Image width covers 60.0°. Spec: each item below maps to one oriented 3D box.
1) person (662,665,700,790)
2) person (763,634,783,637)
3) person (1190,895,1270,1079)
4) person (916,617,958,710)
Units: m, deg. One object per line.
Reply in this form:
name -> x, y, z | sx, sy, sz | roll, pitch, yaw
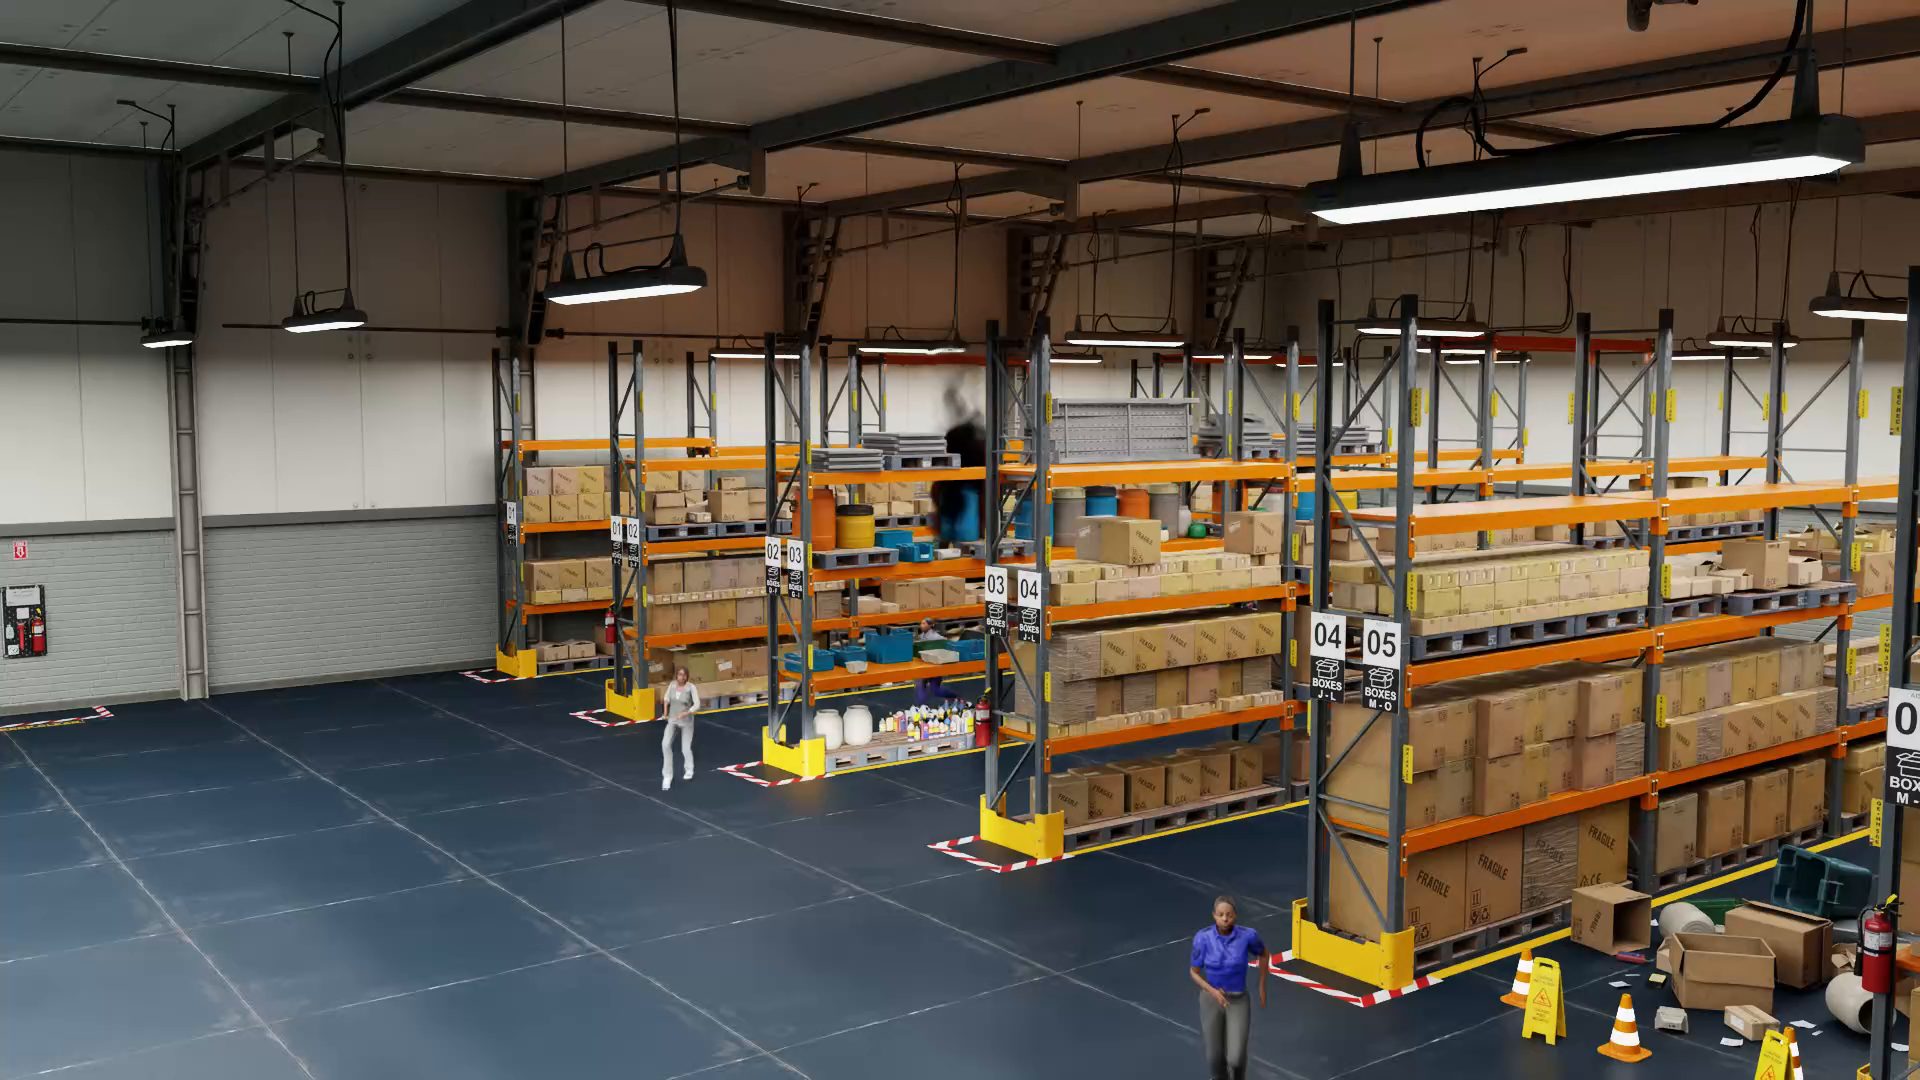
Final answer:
person -> -3.679, 2.449, 21.968 | 0.540, 1.618, 0.657 | 1, 5, 8
person -> -3.295, 1.607, 30.428 | 0.828, 1.770, 0.717 | -3, 6, -33
person -> 1.911, 3.333, 11.831 | 0.556, 1.611, 0.600 | 1, 5, 12
person -> -0.433, 2.038, 26.535 | 0.895, 1.644, 0.630 | -4, 6, -36
